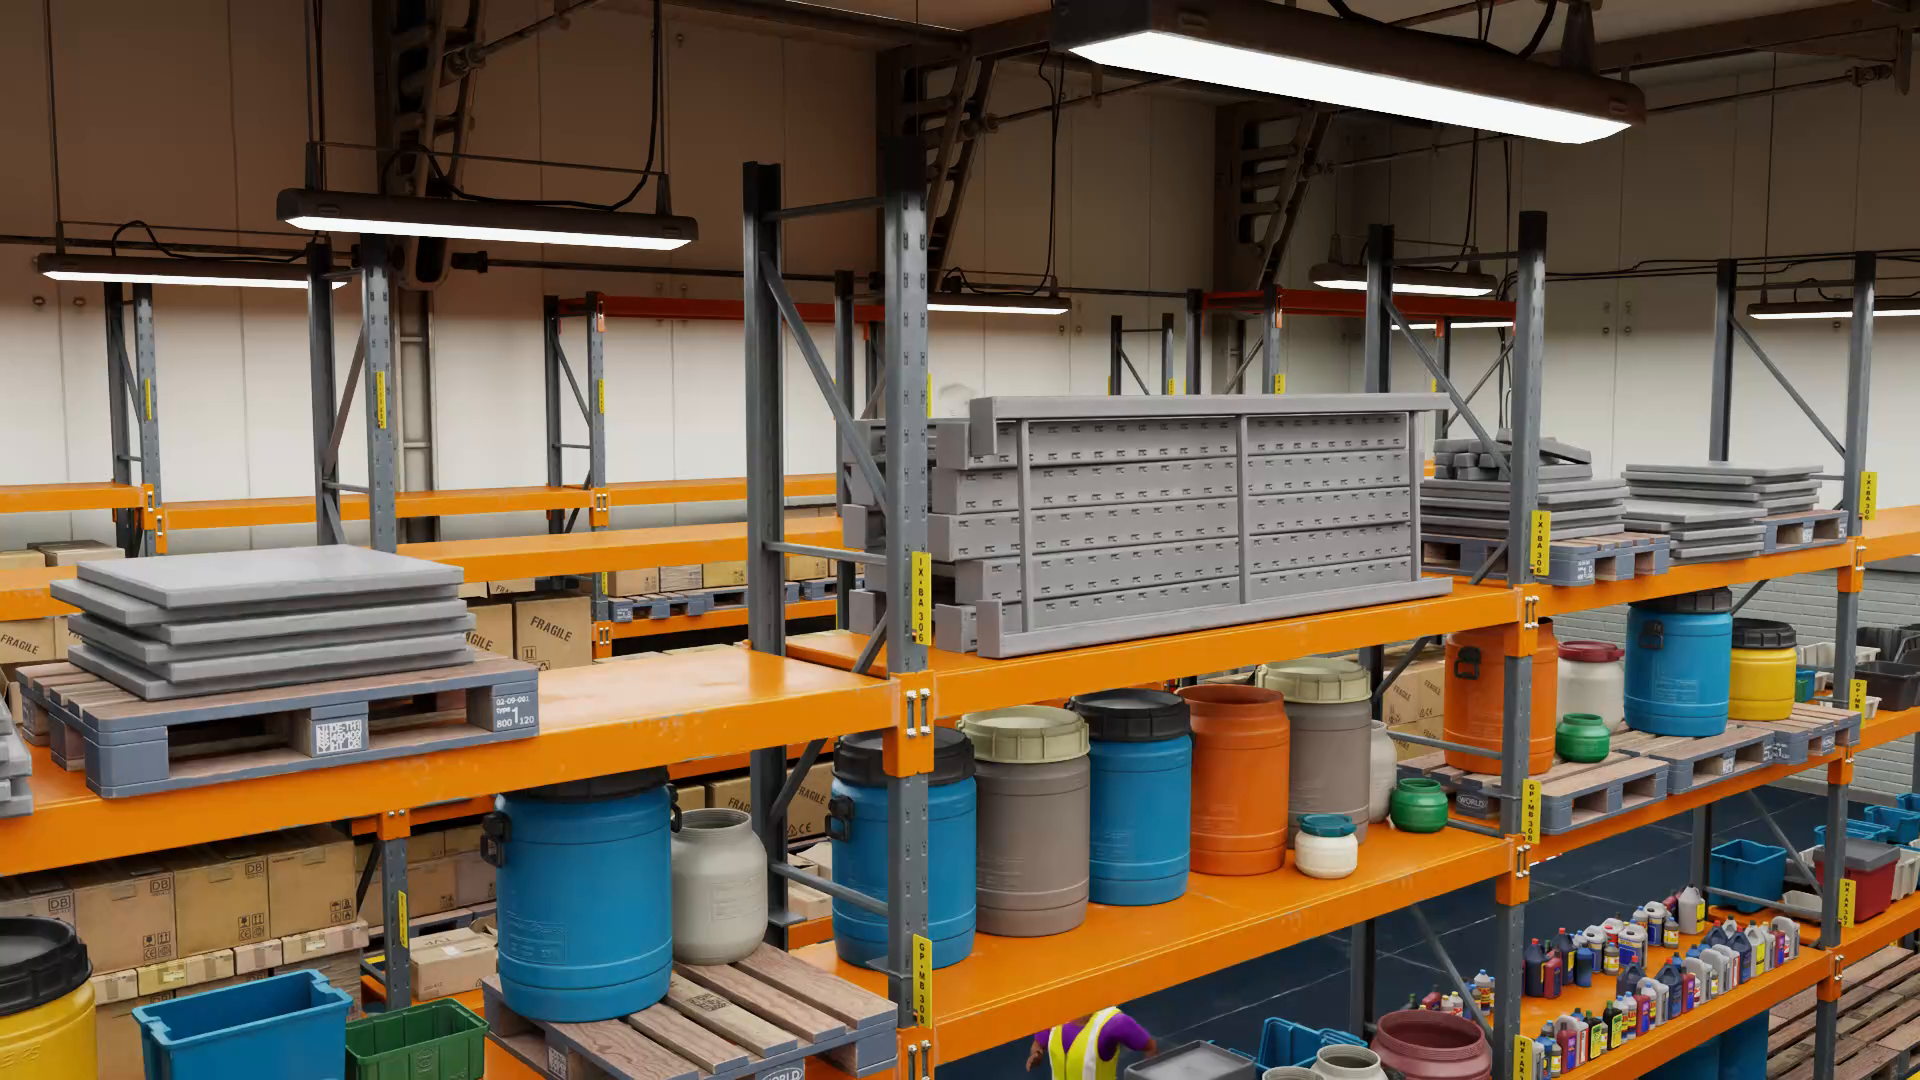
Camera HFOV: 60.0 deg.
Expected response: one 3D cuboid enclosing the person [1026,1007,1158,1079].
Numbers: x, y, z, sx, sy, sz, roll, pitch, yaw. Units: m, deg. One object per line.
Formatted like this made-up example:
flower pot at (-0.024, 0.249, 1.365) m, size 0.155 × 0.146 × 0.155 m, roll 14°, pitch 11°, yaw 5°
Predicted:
person at (0.738, 3.337, 9.754) m, size 0.833 × 1.822 × 0.703 m, roll -5°, pitch 7°, yaw -40°
